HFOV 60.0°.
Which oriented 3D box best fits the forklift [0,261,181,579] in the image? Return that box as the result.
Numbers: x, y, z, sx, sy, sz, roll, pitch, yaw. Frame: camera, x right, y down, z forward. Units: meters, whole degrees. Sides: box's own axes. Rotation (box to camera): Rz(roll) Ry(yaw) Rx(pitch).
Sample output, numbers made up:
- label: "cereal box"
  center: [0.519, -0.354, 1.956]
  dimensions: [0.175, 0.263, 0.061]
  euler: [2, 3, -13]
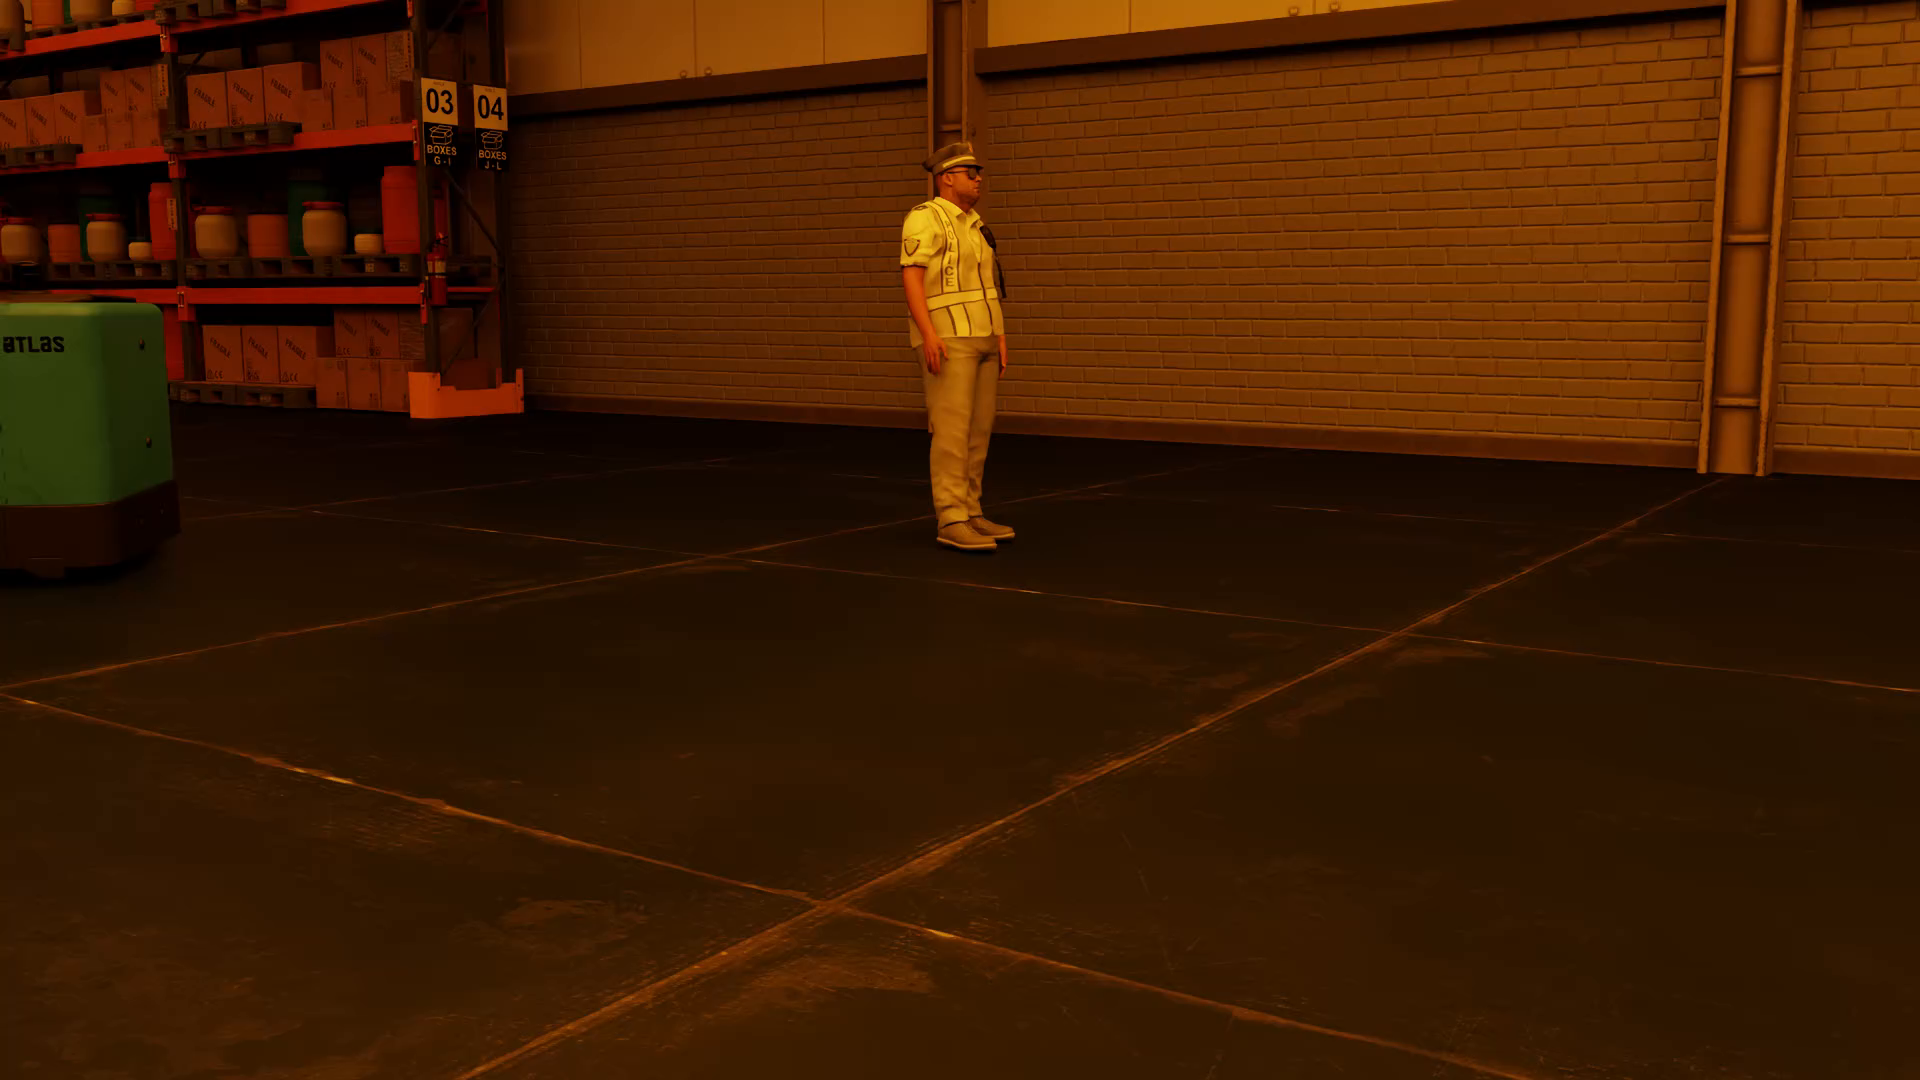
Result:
- label: "forklift"
  center: [-4.827, -1.310, 6.403]
  dimensions: [3.031, 2.935, 1.130]
  euler: [-2, 8, -11]

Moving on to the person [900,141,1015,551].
- label: "person"
  center: [0.058, -0.882, 7.424]
  dimensions: [0.574, 1.780, 0.641]
  euler: [5, 10, 34]
